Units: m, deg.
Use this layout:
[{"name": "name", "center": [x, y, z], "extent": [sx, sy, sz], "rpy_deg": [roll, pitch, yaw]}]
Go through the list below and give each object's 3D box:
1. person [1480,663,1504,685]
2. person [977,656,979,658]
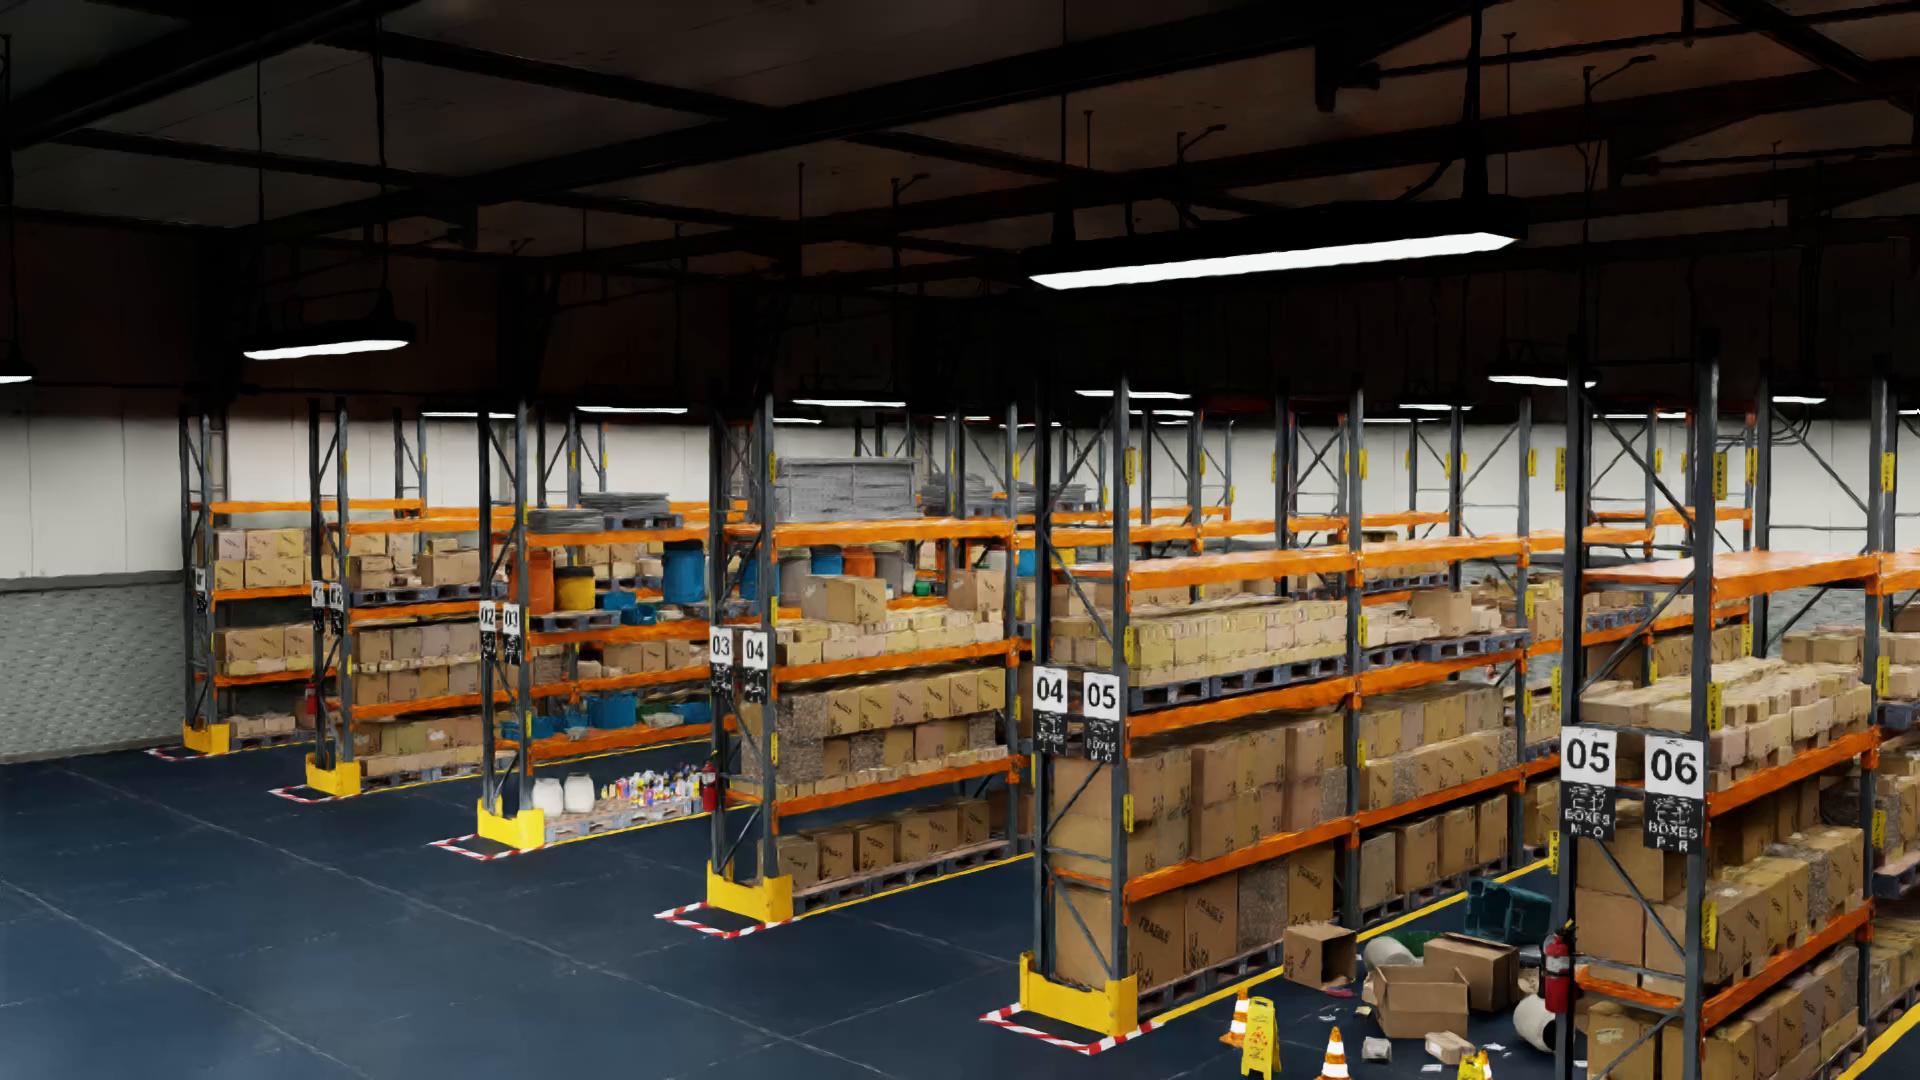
[{"name": "person", "center": [9.123, 2.855, 28.540], "extent": [0.443, 1.596, 1.118], "rpy_deg": [3, 4, 41]}, {"name": "person", "center": [0.463, 2.530, 33.992], "extent": [0.369, 1.667, 0.612], "rpy_deg": [2, 4, 32]}]
